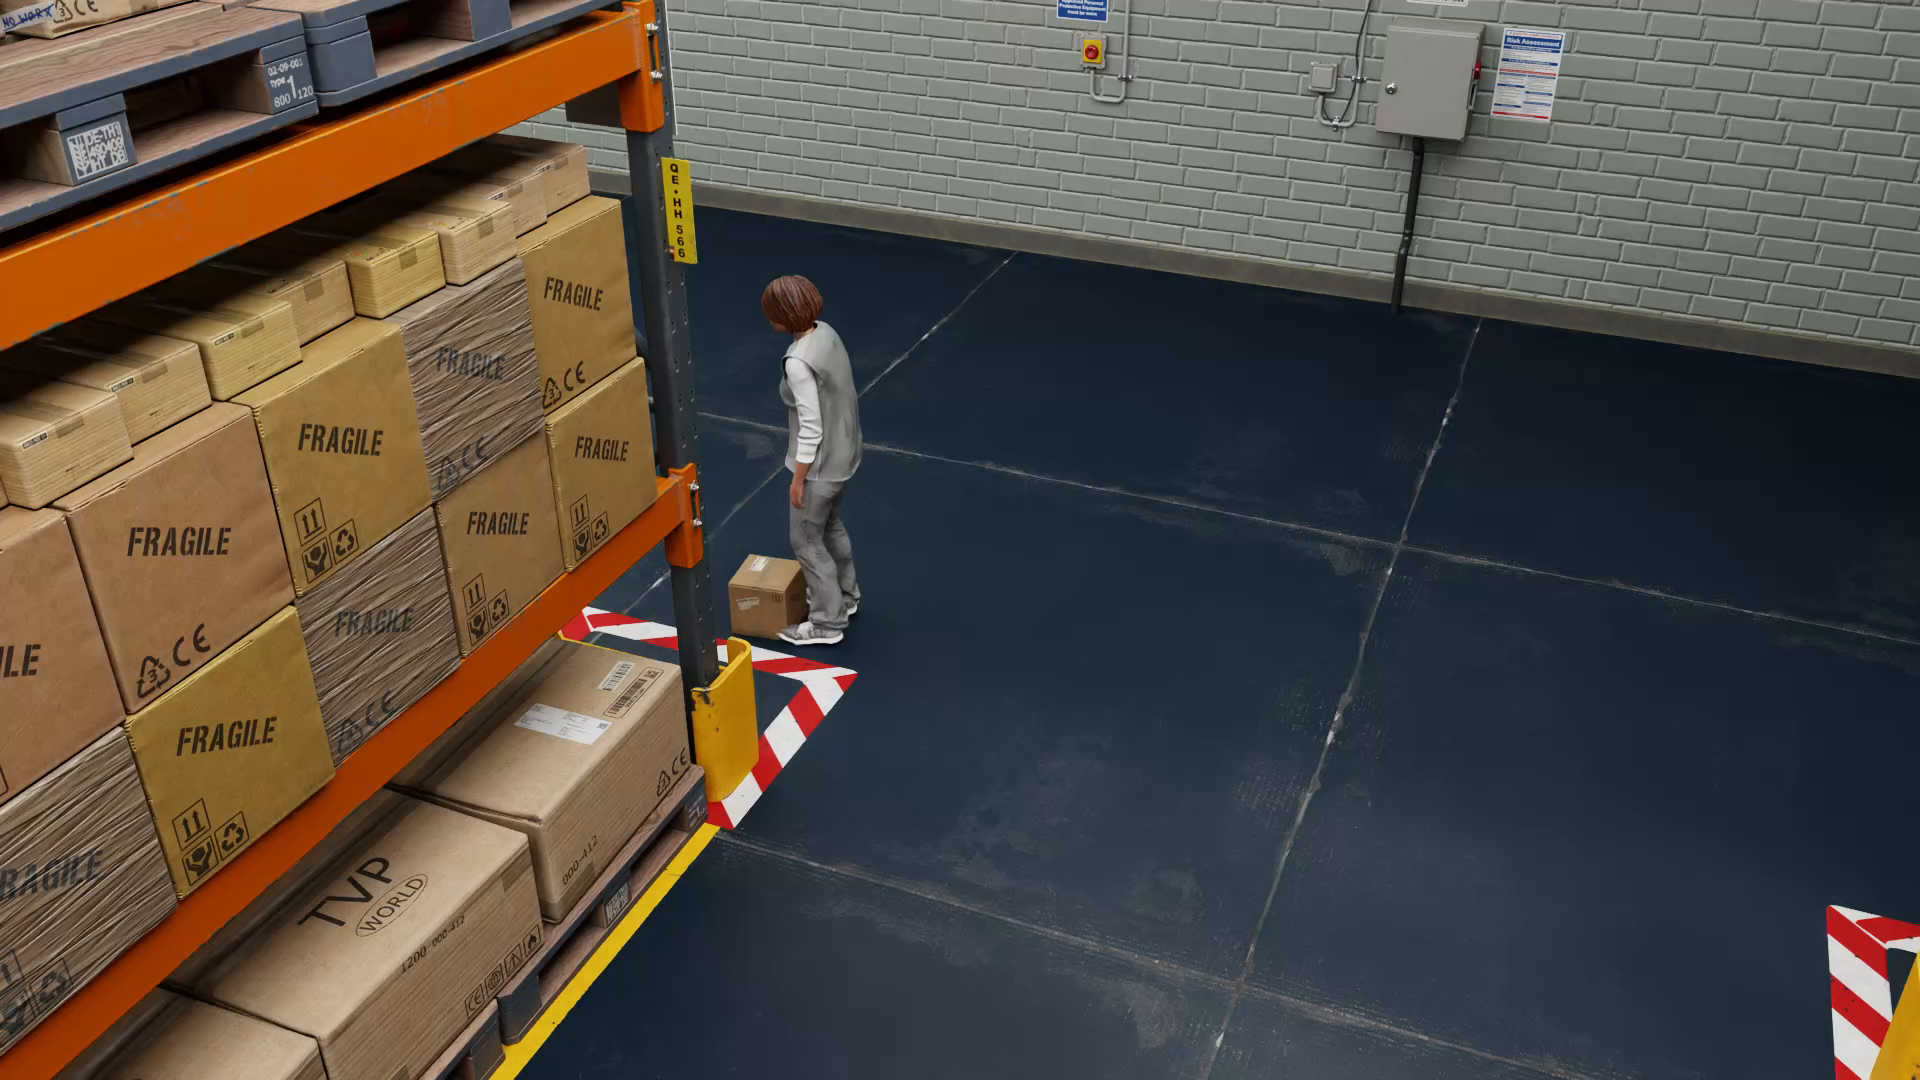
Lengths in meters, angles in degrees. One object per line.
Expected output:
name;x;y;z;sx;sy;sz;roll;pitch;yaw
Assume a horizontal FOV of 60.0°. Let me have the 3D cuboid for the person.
person;-0.572;-0.311;6.680;0.347;1.592;0.485;6;31;10
